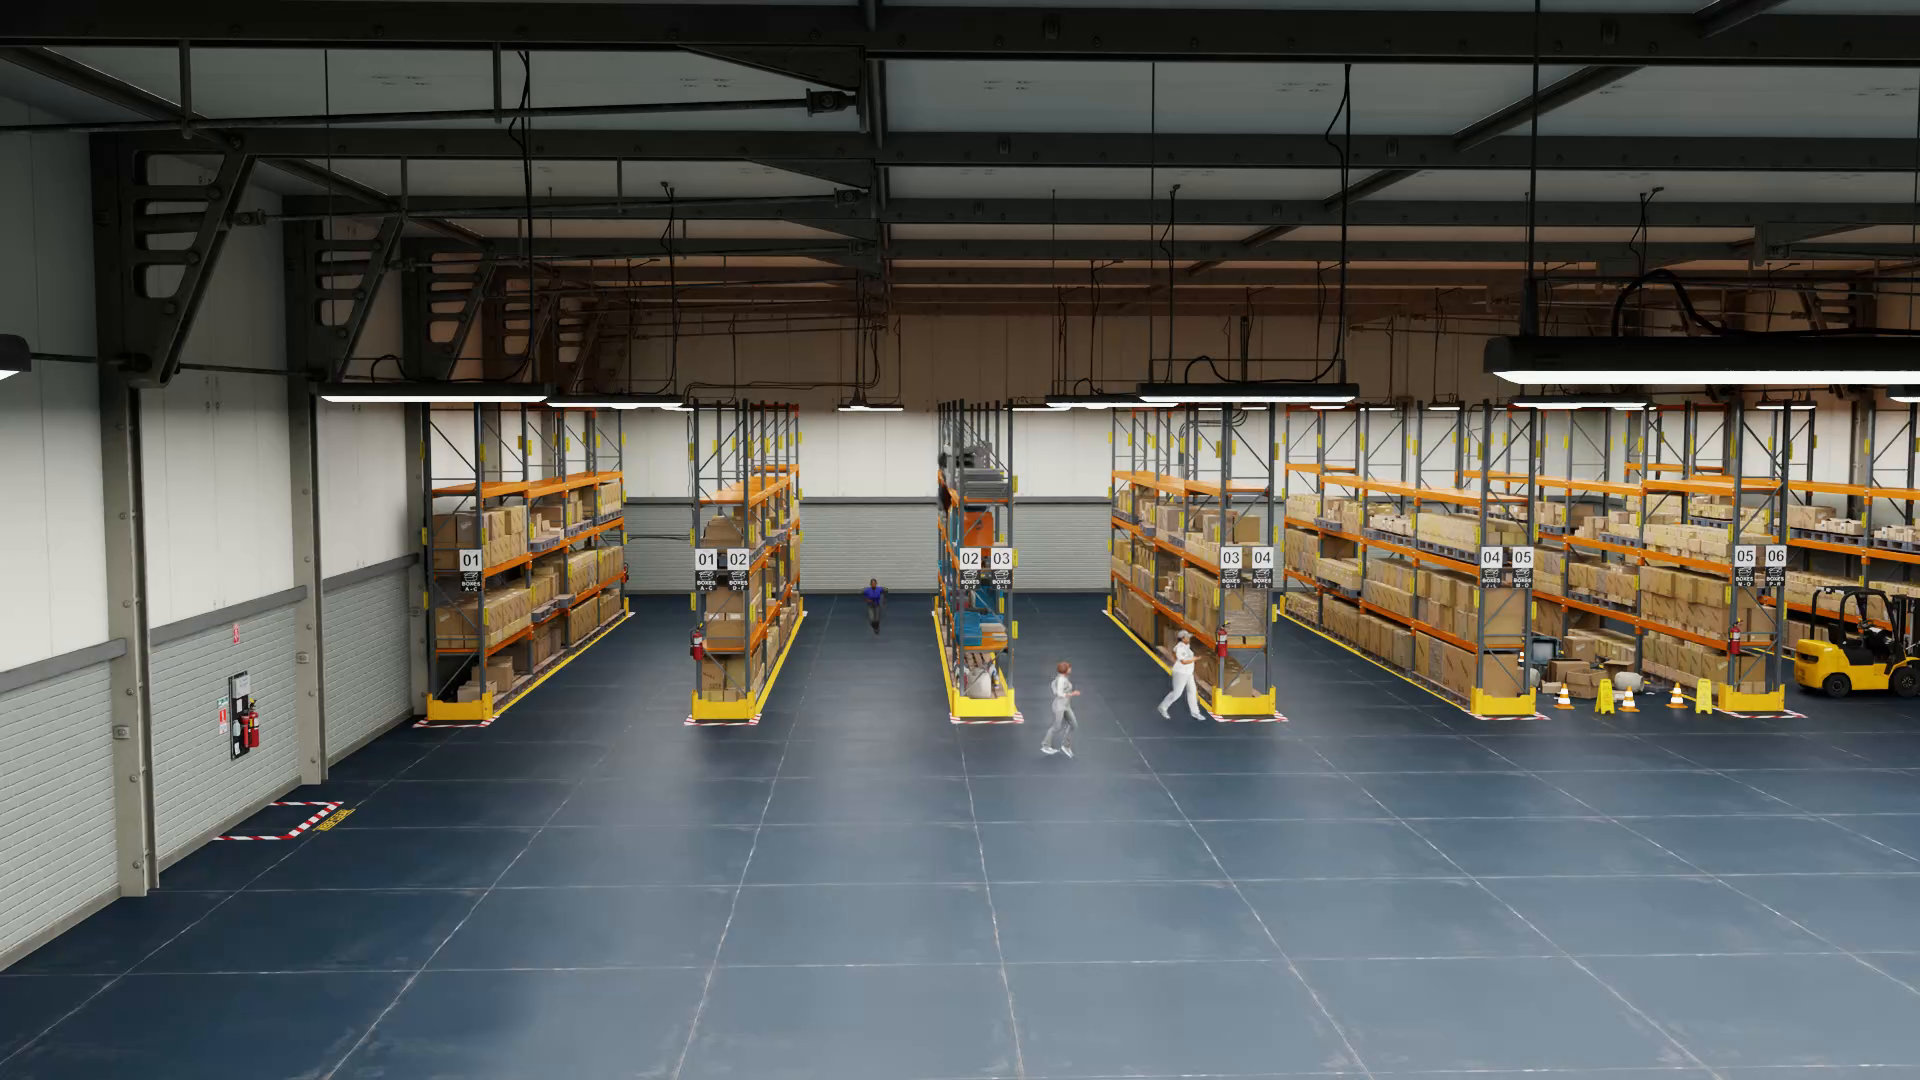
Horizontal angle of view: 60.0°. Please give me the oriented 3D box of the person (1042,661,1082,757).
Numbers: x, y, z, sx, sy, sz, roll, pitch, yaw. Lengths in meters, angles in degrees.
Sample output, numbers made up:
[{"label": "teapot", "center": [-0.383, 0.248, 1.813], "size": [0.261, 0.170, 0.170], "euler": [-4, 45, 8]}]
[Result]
[{"label": "person", "center": [1.688, 2.837, 27.680], "size": [0.698, 1.642, 0.501], "euler": [1, 5, 18]}]

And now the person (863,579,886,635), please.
[{"label": "person", "center": [-2.120, 1.667, 41.364], "size": [0.562, 1.447, 0.717], "euler": [0, 4, 0]}]

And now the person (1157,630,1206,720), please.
[{"label": "person", "center": [4.130, 2.511, 30.953], "size": [0.900, 1.677, 0.597], "euler": [2, 5, 21]}]
